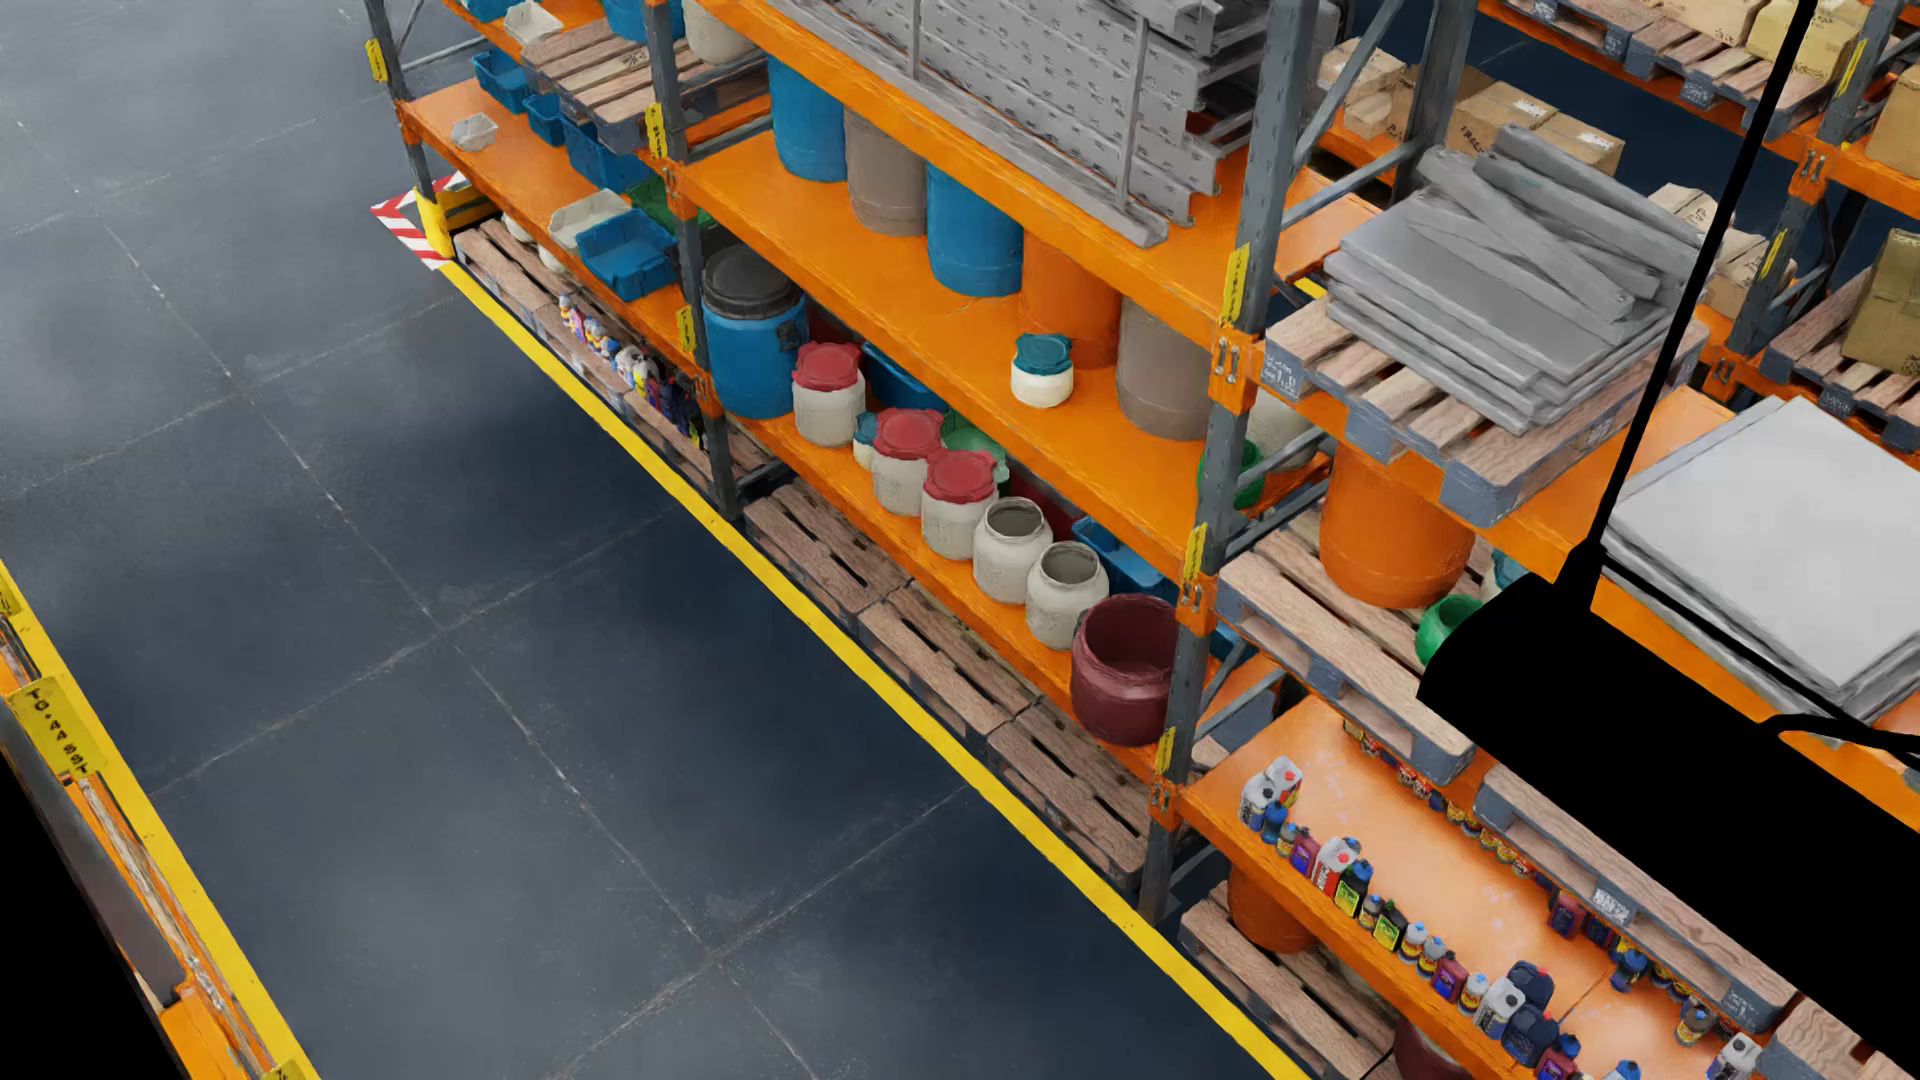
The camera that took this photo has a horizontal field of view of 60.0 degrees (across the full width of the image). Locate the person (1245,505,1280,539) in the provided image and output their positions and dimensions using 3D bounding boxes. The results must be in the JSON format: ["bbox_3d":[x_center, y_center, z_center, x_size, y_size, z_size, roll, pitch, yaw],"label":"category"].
[{"bbox_3d":[1.698,-0.762,10.584,0.495,1.589,1.086,-30,53,-25],"label":"person"}]
